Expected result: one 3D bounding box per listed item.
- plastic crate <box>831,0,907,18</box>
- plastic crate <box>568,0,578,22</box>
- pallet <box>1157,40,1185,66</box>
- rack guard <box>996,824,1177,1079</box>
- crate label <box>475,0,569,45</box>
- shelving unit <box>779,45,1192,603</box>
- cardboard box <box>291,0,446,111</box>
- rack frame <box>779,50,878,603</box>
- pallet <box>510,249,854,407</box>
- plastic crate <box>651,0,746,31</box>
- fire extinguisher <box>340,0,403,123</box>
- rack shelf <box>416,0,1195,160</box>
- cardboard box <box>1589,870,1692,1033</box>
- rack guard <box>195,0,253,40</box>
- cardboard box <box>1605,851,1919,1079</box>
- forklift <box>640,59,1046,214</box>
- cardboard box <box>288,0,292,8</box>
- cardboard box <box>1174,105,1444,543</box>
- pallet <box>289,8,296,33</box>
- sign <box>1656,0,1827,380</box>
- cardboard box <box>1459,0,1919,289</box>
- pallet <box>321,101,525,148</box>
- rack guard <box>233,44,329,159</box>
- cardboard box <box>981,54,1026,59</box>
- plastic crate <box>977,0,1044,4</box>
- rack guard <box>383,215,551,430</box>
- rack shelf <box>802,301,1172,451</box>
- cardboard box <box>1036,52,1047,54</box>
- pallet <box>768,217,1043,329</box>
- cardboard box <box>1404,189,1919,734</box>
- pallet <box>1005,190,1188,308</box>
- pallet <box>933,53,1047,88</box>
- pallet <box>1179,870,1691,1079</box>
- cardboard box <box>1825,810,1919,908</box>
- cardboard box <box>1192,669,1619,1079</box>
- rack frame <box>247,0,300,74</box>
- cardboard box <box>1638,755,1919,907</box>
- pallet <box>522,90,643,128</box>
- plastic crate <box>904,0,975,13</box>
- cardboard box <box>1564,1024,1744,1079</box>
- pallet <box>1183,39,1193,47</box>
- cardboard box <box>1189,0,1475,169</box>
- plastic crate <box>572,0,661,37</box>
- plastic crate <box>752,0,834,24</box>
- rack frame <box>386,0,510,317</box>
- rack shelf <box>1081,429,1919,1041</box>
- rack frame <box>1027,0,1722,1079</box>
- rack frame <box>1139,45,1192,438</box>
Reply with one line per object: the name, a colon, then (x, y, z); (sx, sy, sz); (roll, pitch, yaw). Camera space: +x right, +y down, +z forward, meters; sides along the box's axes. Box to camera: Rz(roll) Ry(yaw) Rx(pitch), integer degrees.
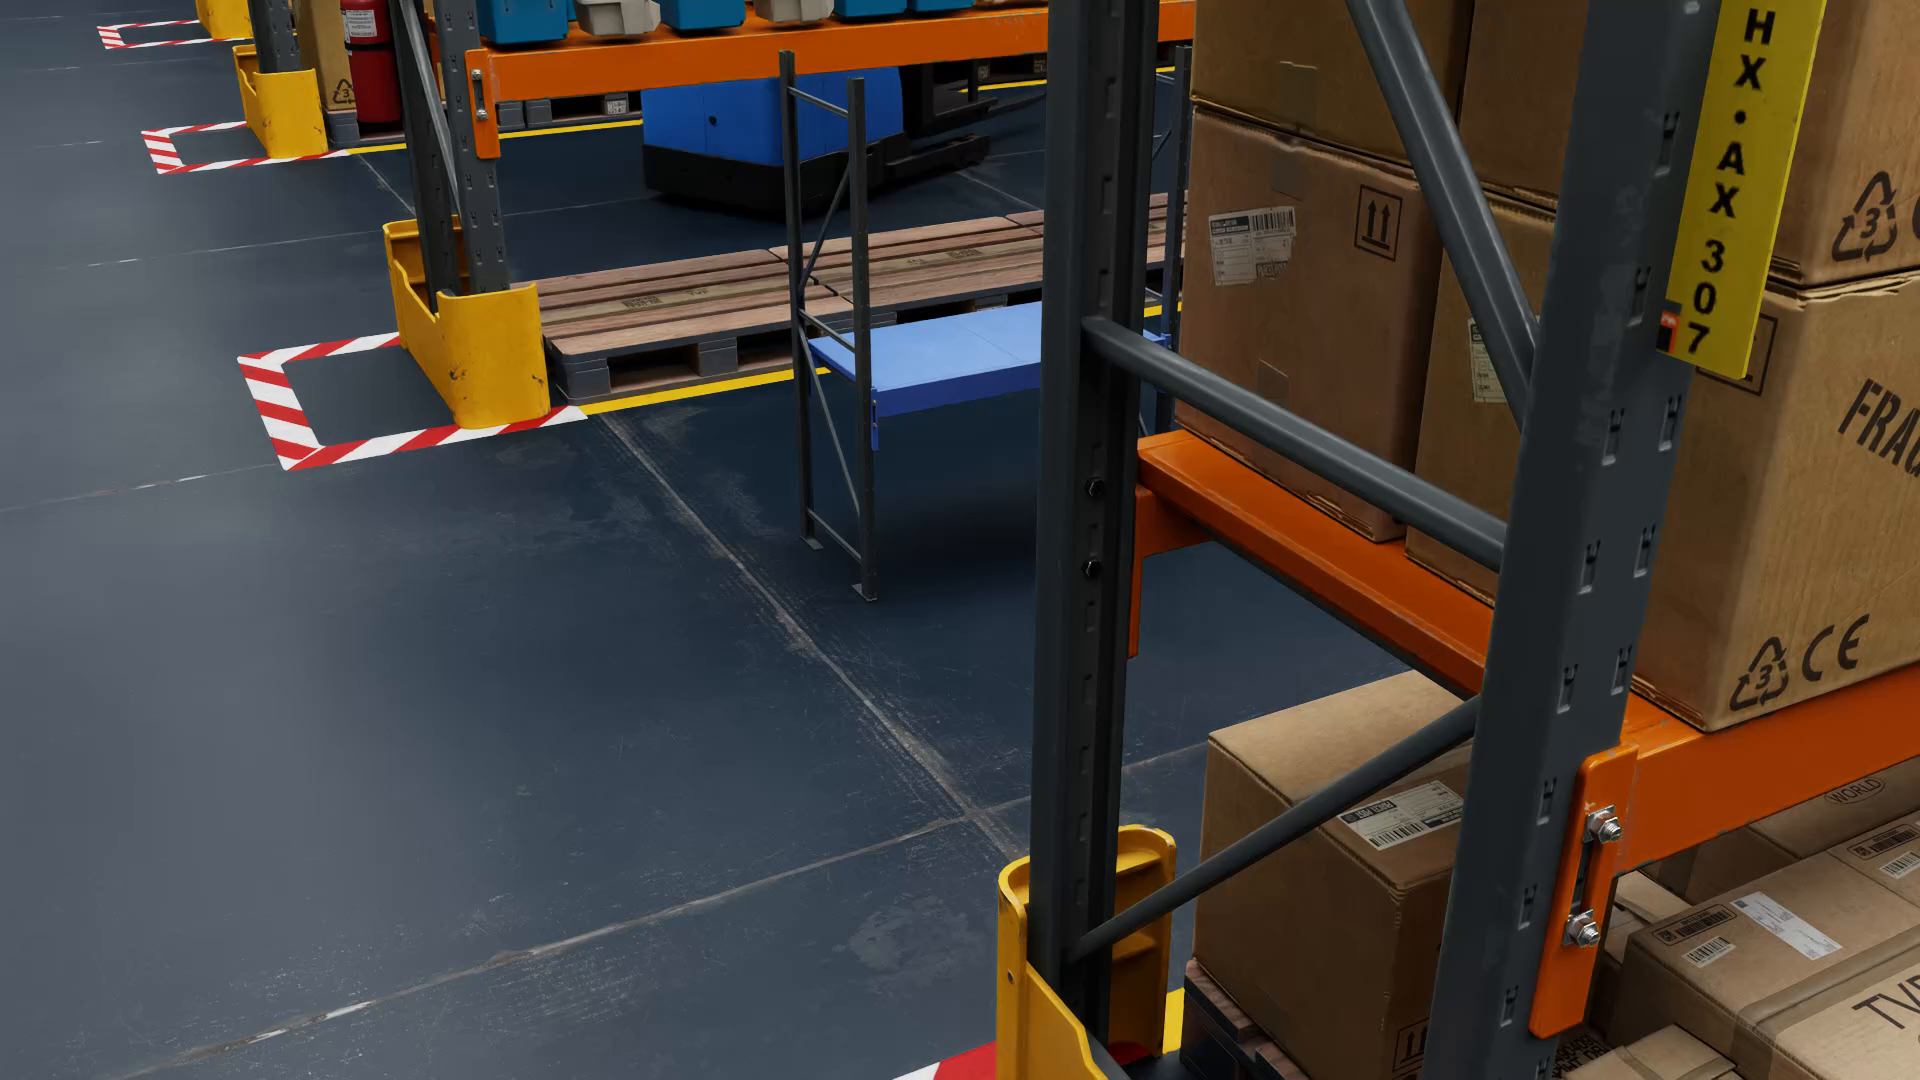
plastic crate: (-0.390, -2.158, 6.403); (0.300, 0.233, 0.416); (-13, 29, -25)
plastic crate: (-1.717, -2.196, 6.249); (0.499, 0.435, 0.616); (-13, 29, -25)
pallet: (0.997, -3.899, 13.127); (1.213, 0.211, 1.003); (-13, 29, -25)
rack guard: (0.470, 0.990, 2.610); (0.348, 0.500, 1.175); (-13, 29, -25)
crate label: (-1.552, -1.890, 5.845); (0.303, 0.233, 0.416); (-13, 29, -25)
shelving unit: (0.075, -0.693, 4.962); (1.048, 1.500, 0.538); (-13, 29, -25)
cardboard box: (-3.728, -3.298, 10.622); (0.875, 0.875, 0.875); (-13, 29, -25)
rack frame: (-0.373, -0.590, 4.746); (0.032, 1.500, 0.500); (-13, 29, -25)
pallet: (-1.179, -0.910, 6.901); (1.213, 0.211, 1.003); (-13, 29, -25)
plastic crate: (-0.971, -2.024, 6.124); (0.300, 0.233, 0.416); (-13, 29, -25)
fire extinguisher: (-2.272, -1.954, 6.374); (0.183, 0.674, 0.296); (-13, 29, -25)
rack shelf: (-0.160, -2.097, 6.983); (4.000, 0.370, 1.077); (-13, 29, -25)
cardboard box: (1.166, 0.705, 3.082); (0.250, 0.166, 0.380); (-13, 29, -25)
rack guard: (-6.433, -4.709, 14.480); (0.348, 0.500, 1.175); (-13, 29, -25)
cardboard box: (1.457, 0.816, 2.754); (0.500, 0.250, 0.500); (-13, 29, -25)
forklift: (-0.480, -3.607, 9.376); (1.130, 2.935, 3.031); (17, 30, 31)
cardboard box: (-5.887, -4.709, 14.400); (0.250, 0.149, 0.380); (-12, 28, -24)
cardboard box: (0.670, -0.362, 2.422); (0.500, 0.500, 0.500); (-12, 28, -24)
pallet: (-5.700, -4.731, 14.859); (1.213, 0.211, 1.003); (-13, 29, -25)
sign: (0.658, -0.304, 1.418); (0.005, 0.325, 0.100); (-13, 29, -25)
cardboard box: (0.919, -0.607, 1.777); (0.500, 0.500, 0.500); (-12, 28, -24)
pallet: (-3.587, -2.841, 10.923); (1.213, 0.211, 1.003); (-13, 29, -25)
rack guard: (-4.277, -2.774, 10.449); (0.348, 0.500, 1.175); (-13, 29, -25)
cardboard box: (-0.171, -4.089, 12.272); (0.875, 0.875, 1.225); (-13, 29, -25)
plastic crate: (0.210, -2.267, 6.742); (0.466, 0.136, 0.293); (-13, 29, -25)
rack guard: (-1.940, -0.877, 6.499); (0.348, 0.500, 1.175); (-13, 29, -25)
rack shelf: (0.075, -0.531, 5.039); (1.000, 0.185, 0.538); (-13, 29, -25)
cardboard box: (0.618, -4.272, 12.651); (0.875, 0.875, 1.225); (-14, 29, -27)
pallet: (-0.104, -1.157, 7.415); (1.213, 0.211, 1.003); (-13, 29, -25)
cardboard box: (0.919, -0.156, 1.994); (0.500, 0.500, 0.500); (-12, 28, -24)
pallet: (0.974, -1.407, 7.936); (1.213, 0.211, 1.003); (-13, 29, -25)
pallet: (-0.080, -3.649, 12.606); (1.213, 0.211, 1.003); (-13, 29, -25)
pallet: (1.173, 0.958, 3.012); (1.213, 0.211, 1.003); (-13, 29, -25)
cardboard box: (1.899, 0.714, 2.966); (0.500, 0.250, 0.500); (-13, 29, -25)
cardboard box: (0.767, 0.602, 2.909); (0.500, 0.500, 0.500); (-13, 29, -25)
rack frame: (-4.255, -3.905, 9.918); (0.127, 3.000, 1.000); (-13, 29, -25)
cardboard box: (1.619, 0.533, 3.343); (0.500, 0.250, 0.500); (-13, 29, -25)
pallet: (-2.511, -3.088, 11.437); (1.213, 0.211, 1.003); (-13, 29, -25)
plastic crate: (-0.125, -2.219, 6.531); (0.300, 0.233, 0.416); (-13, 29, -25)
cardboard box: (1.155, 0.953, 2.565); (0.250, 0.166, 0.380); (-13, 29, -25)
pallet: (2.073, -4.146, 13.641); (1.213, 0.211, 1.003); (-13, 29, -25)
cardboard box: (0.666, -0.813, 2.206); (0.500, 0.500, 0.500); (-13, 29, -26)
plastic crate: (-1.230, -1.880, 5.936); (0.298, 0.136, 0.250); (-13, 29, -25)
plastic crate: (-0.631, -2.018, 6.224); (0.298, 0.136, 0.250); (-13, 29, -25)
rack frame: (-1.925, -2.014, 5.979); (0.127, 3.000, 1.000); (-13, 29, -25)
rack shelf: (2.168, -0.204, 3.041); (4.000, 0.370, 1.077); (-13, 29, -25)
rack frame: (0.404, -0.120, 2.034); (0.053, 2.616, 0.949); (-13, 29, -25)
rack frame: (0.524, -0.797, 5.177); (0.032, 1.500, 0.500); (-13, 29, -25)
